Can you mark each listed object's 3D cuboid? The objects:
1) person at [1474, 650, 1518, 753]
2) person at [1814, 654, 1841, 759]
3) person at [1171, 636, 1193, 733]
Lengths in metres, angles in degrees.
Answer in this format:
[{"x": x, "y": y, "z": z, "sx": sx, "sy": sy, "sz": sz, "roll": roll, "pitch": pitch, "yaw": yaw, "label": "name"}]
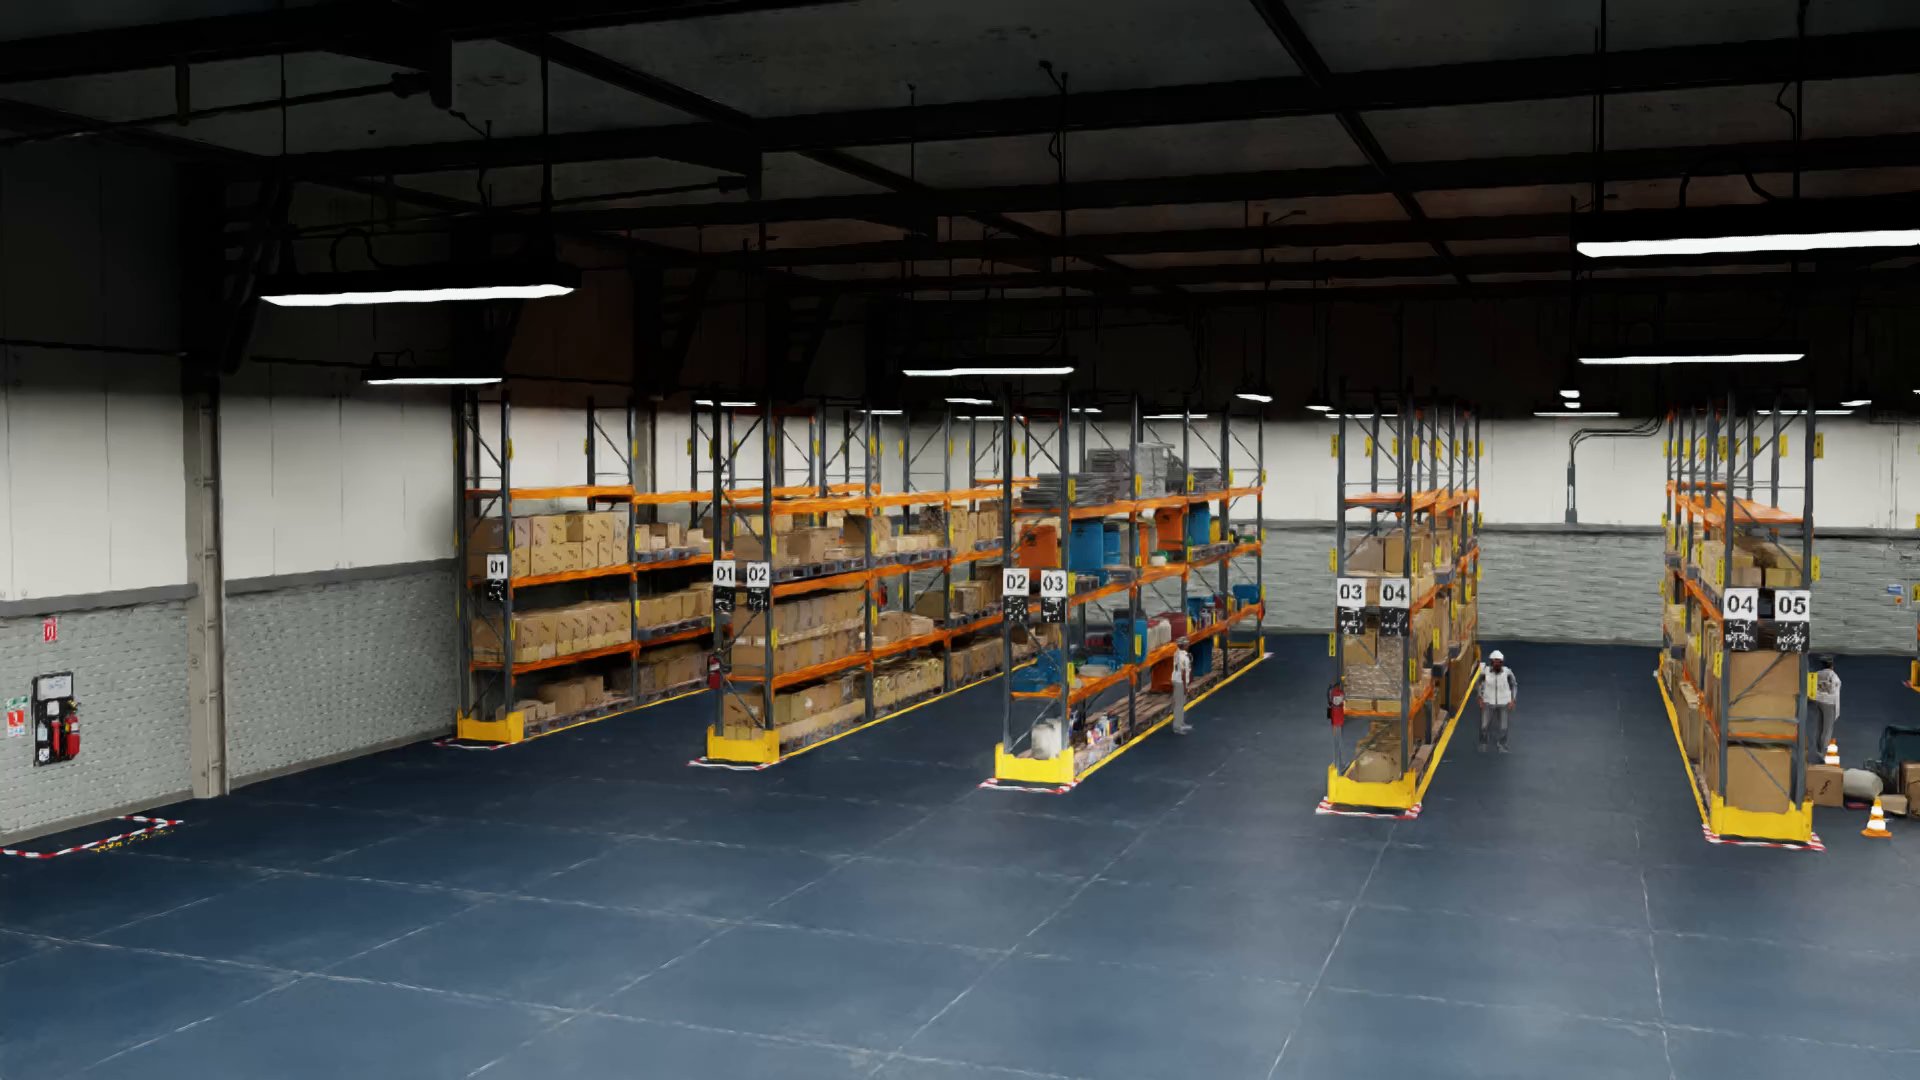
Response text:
[{"x": 8.781, "y": 2.646, "z": 27.254, "sx": 0.677, "sy": 1.726, "sz": 0.572, "roll": 1, "pitch": 3, "yaw": 18, "label": "person"}, {"x": 14.000, "y": 2.677, "z": 26.797, "sx": 0.415, "sy": 1.675, "sz": 0.537, "roll": -1, "pitch": 3, "yaw": -11, "label": "person"}, {"x": 3.937, "y": 2.536, "z": 29.325, "sx": 0.440, "sy": 1.683, "sz": 0.551, "roll": 0, "pitch": 3, "yaw": -5, "label": "person"}]
